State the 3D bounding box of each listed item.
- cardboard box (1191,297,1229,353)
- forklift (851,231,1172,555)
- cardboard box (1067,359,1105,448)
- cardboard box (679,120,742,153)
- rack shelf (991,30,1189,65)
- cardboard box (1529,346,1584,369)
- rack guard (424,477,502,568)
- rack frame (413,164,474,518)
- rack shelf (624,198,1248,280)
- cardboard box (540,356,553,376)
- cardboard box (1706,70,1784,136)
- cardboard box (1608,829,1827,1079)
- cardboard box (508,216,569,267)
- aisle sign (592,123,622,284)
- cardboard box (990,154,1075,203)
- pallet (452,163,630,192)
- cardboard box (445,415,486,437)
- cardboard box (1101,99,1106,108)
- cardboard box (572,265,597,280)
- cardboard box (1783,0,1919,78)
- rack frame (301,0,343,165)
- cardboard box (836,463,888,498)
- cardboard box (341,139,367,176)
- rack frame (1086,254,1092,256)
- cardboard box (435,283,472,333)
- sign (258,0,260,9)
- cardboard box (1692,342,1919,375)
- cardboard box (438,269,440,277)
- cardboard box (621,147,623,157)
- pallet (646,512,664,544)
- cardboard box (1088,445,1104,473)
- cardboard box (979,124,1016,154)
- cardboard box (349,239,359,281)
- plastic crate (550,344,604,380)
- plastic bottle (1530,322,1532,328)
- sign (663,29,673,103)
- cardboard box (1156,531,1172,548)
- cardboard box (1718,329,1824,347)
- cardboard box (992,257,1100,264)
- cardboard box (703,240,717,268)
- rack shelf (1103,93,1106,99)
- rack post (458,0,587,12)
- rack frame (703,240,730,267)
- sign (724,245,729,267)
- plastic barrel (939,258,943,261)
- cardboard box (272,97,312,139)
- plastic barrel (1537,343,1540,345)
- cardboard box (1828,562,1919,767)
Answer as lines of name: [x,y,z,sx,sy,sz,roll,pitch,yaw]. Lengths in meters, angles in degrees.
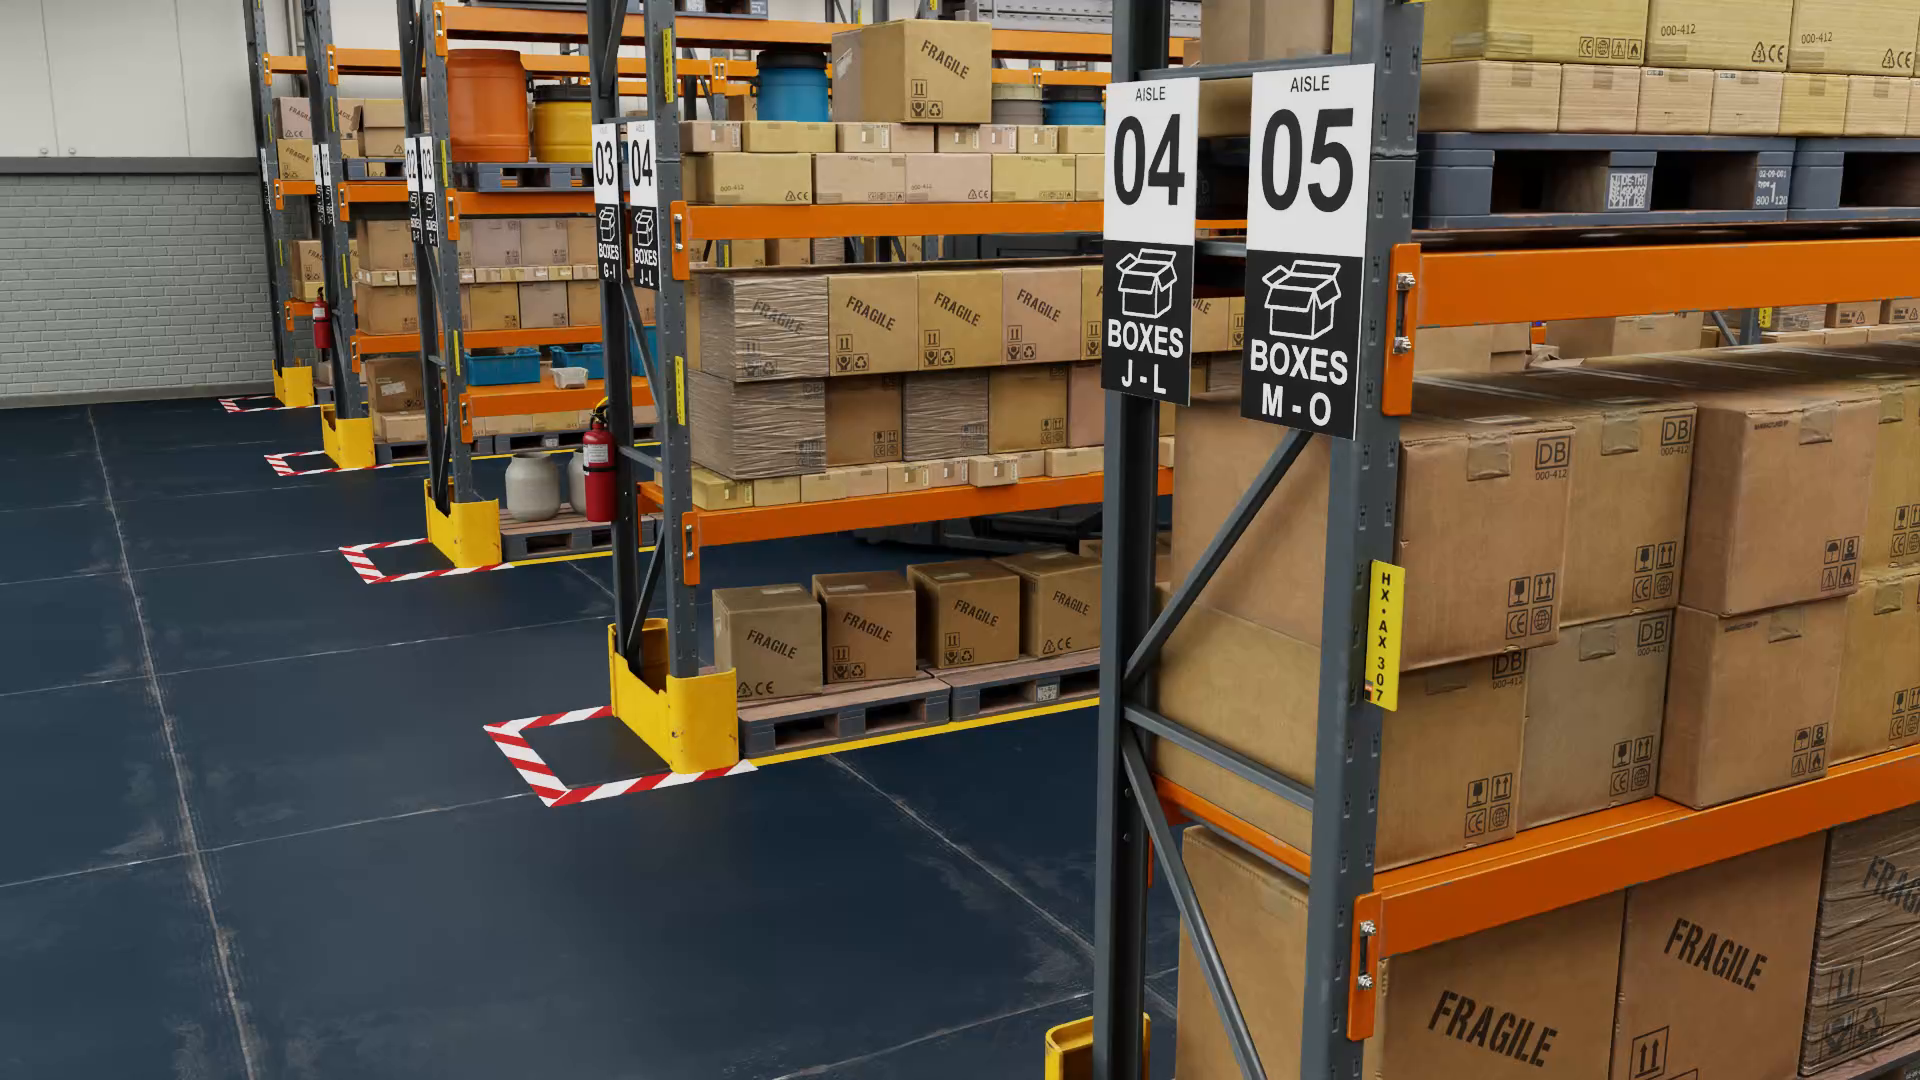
cardboard box: [1.201,-1.351,9.597,0.500,0.500,0.500,-7,14,-28]
forklift: [0.682,-1.362,12.984,3.031,2.935,1.130,6,14,23]
cardboard box: [0.632,-0.863,9.706,0.500,0.500,0.875,-7,14,-28]
cardboard box: [-1.256,-1.971,8.135,0.250,0.149,0.380,-7,14,-28]
rack shelf: [1.285,-4.368,15.071,4.000,0.370,1.077,-7,14,-28]
cardboard box: [4.079,-1.155,11.259,0.258,0.266,0.396,-7,15,-29]
rack guard: [-3.937,-0.154,13.153,0.348,0.500,1.175,-7,14,-28]
rack frame: [-3.982,-1.356,12.802,0.127,3.000,1.000,-7,14,-28]
rack shelf: [0.147,-1.724,9.246,4.000,0.370,1.077,-7,14,-28]
cardboard box: [-4.456,-1.711,17.978,0.500,0.500,0.500,-7,14,-28]
cardboard box: [1.800,-1.084,4.149,0.250,0.149,0.380,-7,14,-27]
cardboard box: [2.014,1.220,5.240,0.875,0.875,0.875,-7,15,-29]
cardboard box: [-4.549,-3.207,17.846,0.500,0.500,0.700,-7,14,-28]
aisle sign: [-1.806,-1.721,8.504,0.004,0.787,0.394,-7,14,-28]
cardboard box: [0.279,-1.955,8.974,0.500,0.250,0.500,-6,14,-26]
pallet: [-3.209,-2.795,12.797,1.213,0.211,1.003,-7,14,-28]
cardboard box: [-5.337,-1.241,17.599,0.500,0.250,0.500,-7,14,-28]
cardboard box: [1.504,-5.251,20.772,0.500,0.500,0.500,-7,14,-28]
cardboard box: [-4.092,-2.894,17.931,0.250,0.149,0.380,-6,14,-26]
cardboard box: [2.114,-1.332,4.345,0.500,0.250,0.500,-7,14,-28]
rack frame: [-6.352,-5.238,16.387,0.127,3.000,1.000,-7,14,-28]
cardboard box: [-0.579,-0.339,8.857,0.250,0.149,0.380,-7,14,-28]
cardboard box: [-7.827,-4.824,21.106,0.500,0.500,0.500,-6,14,-24]
rack frame: [1.804,-4.528,26.895,0.127,3.000,1.000,-7,14,-28]
cardboard box: [-5.477,-2.463,17.492,0.500,0.500,0.700,-6,14,-26]
sign: [-8.469,-6.582,20.051,0.005,0.325,0.100,-7,14,-28]
cardboard box: [2.883,-0.313,5.367,0.550,0.550,0.875,-7,14,-28]
cardboard box: [-5.454,-2.730,17.204,0.250,0.149,0.380,-7,14,-28]
cardboard box: [-3.768,-4.166,17.755,0.250,0.149,0.380,-7,14,-28]
pallet: [-2.152,-0.225,14.126,1.213,0.211,1.003,-7,14,-28]
cardboard box: [0.734,-0.498,9.564,0.250,0.149,0.380,-7,14,-28]
cardboard box: [0.099,-2.136,8.871,0.250,0.149,0.380,-7,14,-28]
cardboard box: [-7.727,-3.610,21.406,0.500,0.500,0.500,-7,14,-28]
plastic crate: [-3.113,-1.461,13.608,0.408,0.251,0.499,-7,14,-28]
plastic bottle: [6.040,-2.416,17.794,0.135,0.276,0.152,-7,14,-28]
sign: [-1.348,-2.187,7.671,0.005,0.325,0.100,-7,14,-28]
cardboard box: [1.532,0.227,10.507,0.500,0.500,0.500,-7,15,-30]
cardboard box: [5.971,-1.291,12.284,0.500,0.500,0.500,-6,14,-26]
cardboard box: [0.509,-1.400,9.817,0.500,0.500,0.500,-7,14,-28]
cardboard box: [-3.698,-4.129,23.895,0.500,0.500,0.700,-5,14,-20]
rack shelf: [3.560,-7.119,27.295,4.000,0.370,1.077,-7,14,-28]
rack post: [-3.257,-4.094,12.443,0.954,0.300,0.937,-5,14,-22]
rack frame: [-2.841,-2.732,18.916,0.127,3.000,1.000,-7,14,-28]
sign: [-2.573,-3.086,18.337,0.005,0.325,0.100,-7,14,-28]
plastic barrel: [0.014,-2.004,14.538,0.708,0.901,0.600,-7,14,-28]
cardboard box: [-8.274,-5.269,20.806,0.500,0.500,0.500,-8,15,-32]
plastic barrel: [6.066,-1.746,18.356,0.708,0.901,0.600,-7,14,-28]
cardboard box: [2.453,0.284,5.176,0.500,0.550,0.875,-7,14,-28]
